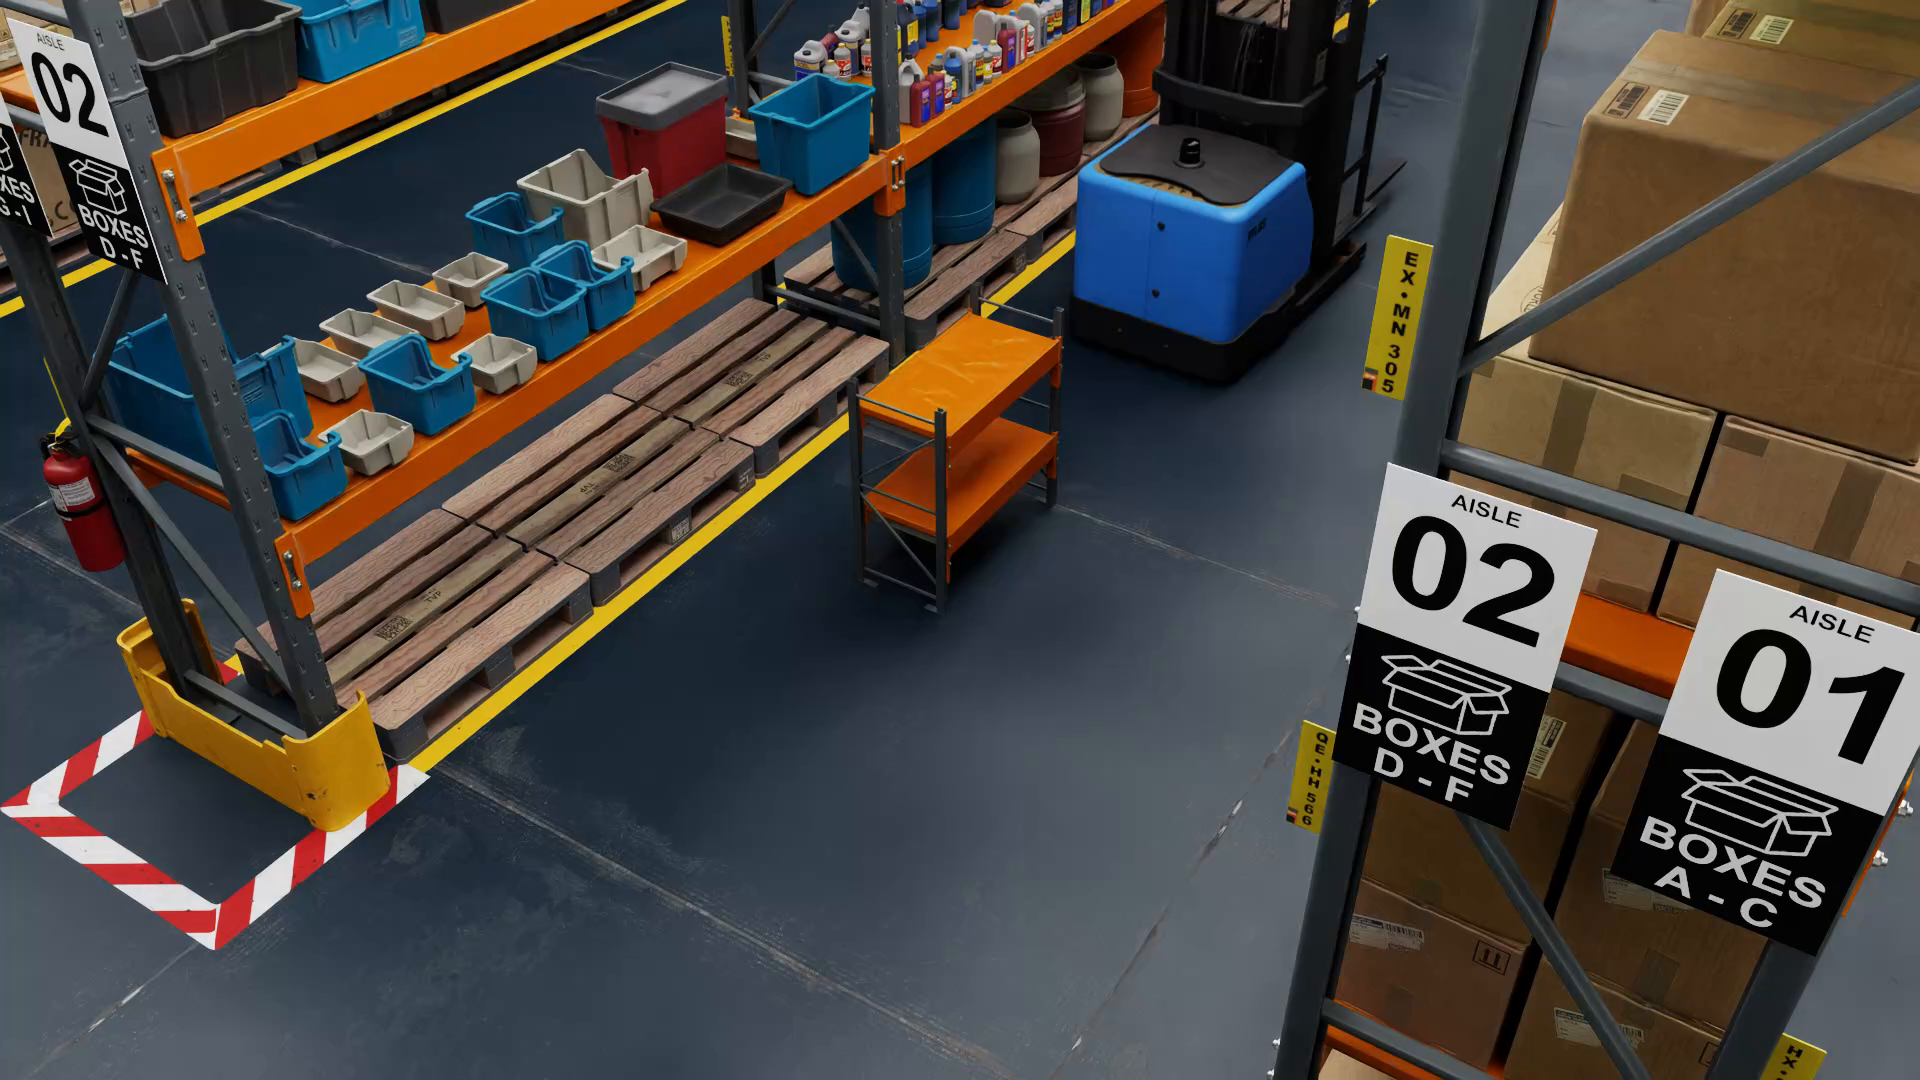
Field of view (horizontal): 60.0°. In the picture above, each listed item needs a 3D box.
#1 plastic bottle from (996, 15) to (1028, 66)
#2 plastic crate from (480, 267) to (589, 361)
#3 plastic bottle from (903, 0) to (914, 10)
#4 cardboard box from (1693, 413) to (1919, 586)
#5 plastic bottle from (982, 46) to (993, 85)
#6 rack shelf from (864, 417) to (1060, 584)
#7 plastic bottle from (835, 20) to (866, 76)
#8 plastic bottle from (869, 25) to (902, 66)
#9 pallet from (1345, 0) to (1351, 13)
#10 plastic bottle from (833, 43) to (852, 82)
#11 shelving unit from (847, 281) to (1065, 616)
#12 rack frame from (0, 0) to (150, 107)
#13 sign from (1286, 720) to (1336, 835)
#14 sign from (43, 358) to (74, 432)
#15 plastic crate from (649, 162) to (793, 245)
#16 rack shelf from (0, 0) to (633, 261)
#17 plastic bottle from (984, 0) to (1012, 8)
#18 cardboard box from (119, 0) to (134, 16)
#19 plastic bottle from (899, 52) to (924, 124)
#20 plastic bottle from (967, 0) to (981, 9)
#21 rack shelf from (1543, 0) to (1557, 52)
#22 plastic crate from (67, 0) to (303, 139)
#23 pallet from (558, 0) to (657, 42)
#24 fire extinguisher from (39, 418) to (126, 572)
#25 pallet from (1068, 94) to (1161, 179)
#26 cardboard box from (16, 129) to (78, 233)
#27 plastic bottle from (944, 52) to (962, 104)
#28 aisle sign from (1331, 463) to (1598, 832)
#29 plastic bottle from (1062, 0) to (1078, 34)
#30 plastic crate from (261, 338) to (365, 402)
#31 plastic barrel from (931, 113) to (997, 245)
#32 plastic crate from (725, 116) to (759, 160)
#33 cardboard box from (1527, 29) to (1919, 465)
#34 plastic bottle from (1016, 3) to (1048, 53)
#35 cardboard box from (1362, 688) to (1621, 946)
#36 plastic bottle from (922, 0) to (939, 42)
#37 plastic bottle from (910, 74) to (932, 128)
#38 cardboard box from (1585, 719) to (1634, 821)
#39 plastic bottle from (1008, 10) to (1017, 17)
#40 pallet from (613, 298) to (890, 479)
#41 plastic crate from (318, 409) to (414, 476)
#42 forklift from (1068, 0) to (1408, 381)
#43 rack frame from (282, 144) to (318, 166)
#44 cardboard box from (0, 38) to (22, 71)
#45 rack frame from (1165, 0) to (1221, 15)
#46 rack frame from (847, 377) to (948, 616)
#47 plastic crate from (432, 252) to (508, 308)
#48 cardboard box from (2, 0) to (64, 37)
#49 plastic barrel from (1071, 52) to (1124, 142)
[{"bbox_3d":[0.300,-2.901,9.598,0.152,0.276,0.135,21,42,25],"label":"plastic bottle"},{"bbox_3d":[-1.793,-0.953,7.056,0.416,0.233,0.300,21,42,25],"label":"plastic crate"},{"bbox_3d":[-0.362,-3.067,9.813,0.152,0.276,0.135,21,42,25],"label":"plastic bottle"},{"bbox_3d":[1.767,-0.181,3.224,0.500,0.250,0.500,21,42,25],"label":"cardboard box"},{"bbox_3d":[0.137,-2.684,9.377,0.097,0.201,0.097,0,38,0],"label":"plastic bottle"},{"bbox_3d":[-0.004,-0.248,7.991,0.538,0.278,1.000,21,42,25],"label":"rack shelf"},{"bbox_3d":[-0.632,-2.807,9.476,0.152,0.276,0.135,21,42,25],"label":"plastic bottle"},{"bbox_3d":[-0.428,-2.873,9.500,0.144,0.351,0.185,21,42,25],"label":"plastic bottle"},{"bbox_3d":[3.132,-4.961,14.452,1.003,0.211,1.213,21,42,25],"label":"pallet"},{"bbox_3d":[-0.666,-2.707,9.407,0.097,0.201,0.097,0,38,0],"label":"plastic bottle"},{"bbox_3d":[-0.004,-0.442,7.842,0.538,1.125,1.048,21,42,25],"label":"shelving unit"},{"bbox_3d":[-2.909,-2.673,4.286,1.000,3.000,0.127,21,42,25],"label":"rack frame"},{"bbox_3d":[0.814,0.550,3.812,0.100,0.325,0.005,21,42,25],"label":"sign"},{"bbox_3d":[-3.382,-0.533,6.290,0.100,0.325,0.005,21,42,25],"label":"sign"},{"bbox_3d":[-1.139,-1.609,7.996,0.437,0.125,0.590,21,42,25],"label":"plastic crate"},{"bbox_3d":[-1.837,-2.231,6.759,1.077,0.370,4.000,21,42,25],"label":"rack shelf"},{"bbox_3d":[0.241,-3.508,10.323,0.144,0.351,0.185,21,42,25],"label":"plastic bottle"},{"bbox_3d":[-5.248,-3.218,10.112,0.380,0.149,0.250,22,43,26],"label":"cardboard box"},{"bbox_3d":[-0.282,-2.436,8.933,0.144,0.351,0.185,21,42,25],"label":"plastic bottle"},{"bbox_3d":[0.041,-3.488,10.298,0.144,0.351,0.185,21,42,25],"label":"plastic bottle"},{"bbox_3d":[2.343,-1.795,3.740,1.077,0.370,4.000,21,42,25],"label":"rack shelf"},{"bbox_3d":[-2.467,-1.540,5.381,0.497,0.269,0.590,21,42,25],"label":"plastic crate"},{"bbox_3d":[-3.291,-4.555,13.925,1.003,0.211,1.213,21,42,25],"label":"pallet"},{"bbox_3d":[-3.373,-0.189,6.347,0.296,0.674,0.183,21,42,25],"label":"fire extinguisher"},{"bbox_3d":[0.990,-2.897,11.774,1.003,0.211,1.213,21,42,25],"label":"pallet"},{"bbox_3d":[-5.851,-2.526,10.405,0.875,0.875,0.875,21,42,25],"label":"cardboard box"},{"bbox_3d":[-0.039,-2.542,9.135,0.097,0.271,0.097,0,38,0],"label":"plastic bottle"},{"bbox_3d":[0.976,0.231,3.304,0.394,0.787,0.004,21,42,25],"label":"aisle sign"},{"bbox_3d":[0.617,-3.232,9.965,0.144,0.351,0.185,21,42,25],"label":"plastic bottle"},{"bbox_3d":[-2.625,-0.696,6.802,0.396,0.136,0.243,21,42,25],"label":"plastic crate"},{"bbox_3d":[-0.081,-2.334,10.135,0.600,0.901,0.708,21,42,25],"label":"plastic barrel"},{"bbox_3d":[-1.136,-2.085,8.604,0.396,0.136,0.243,21,42,25],"label":"plastic crate"},{"bbox_3d":[1.533,-0.568,3.112,0.700,0.500,0.500,21,42,25],"label":"cardboard box"},{"bbox_3d":[0.424,-3.021,9.753,0.152,0.276,0.135,21,42,25],"label":"plastic bottle"},{"bbox_3d":[1.278,0.570,4.092,0.500,0.500,0.500,21,42,25],"label":"cardboard box"},{"bbox_3d":[-0.174,-3.103,9.864,0.097,0.271,0.097,0,38,0],"label":"plastic bottle"},{"bbox_3d":[-0.209,-2.362,8.892,0.061,0.283,0.133,21,42,25],"label":"plastic bottle"},{"bbox_3d":[1.557,0.697,4.746,0.500,0.500,0.500,22,43,25],"label":"cardboard box"},{"bbox_3d":[0.309,-3.022,9.816,0.097,0.201,0.097,0,38,0],"label":"plastic bottle"},{"bbox_3d":[-1.127,-0.863,9.136,1.003,0.211,1.213,21,42,25],"label":"pallet"},{"bbox_3d":[-2.257,-0.374,6.385,0.250,0.136,0.298,21,42,25],"label":"plastic crate"},{"bbox_3d":[1.875,-2.903,9.554,1.130,2.935,3.031,23,43,26],"label":"forklift"},{"bbox_3d":[-4.948,-3.979,10.894,1.000,3.000,0.127,21,42,25],"label":"rack frame"},{"bbox_3d":[-5.660,-2.822,9.599,0.380,0.149,0.250,22,43,26],"label":"cardboard box"},{"bbox_3d":[1.377,-4.421,11.468,1.000,3.000,0.127,21,42,25],"label":"rack frame"},{"bbox_3d":[-0.276,-0.180,7.502,0.500,1.125,0.032,21,42,25],"label":"rack frame"},{"bbox_3d":[-2.186,-1.151,7.392,0.298,0.136,0.250,21,42,25],"label":"plastic crate"},{"bbox_3d":[-5.511,-3.193,9.754,0.500,0.250,0.500,22,43,26],"label":"cardboard box"},{"bbox_3d":[0.902,-3.024,11.349,0.421,0.512,0.421,0,38,0],"label":"plastic barrel"}]
